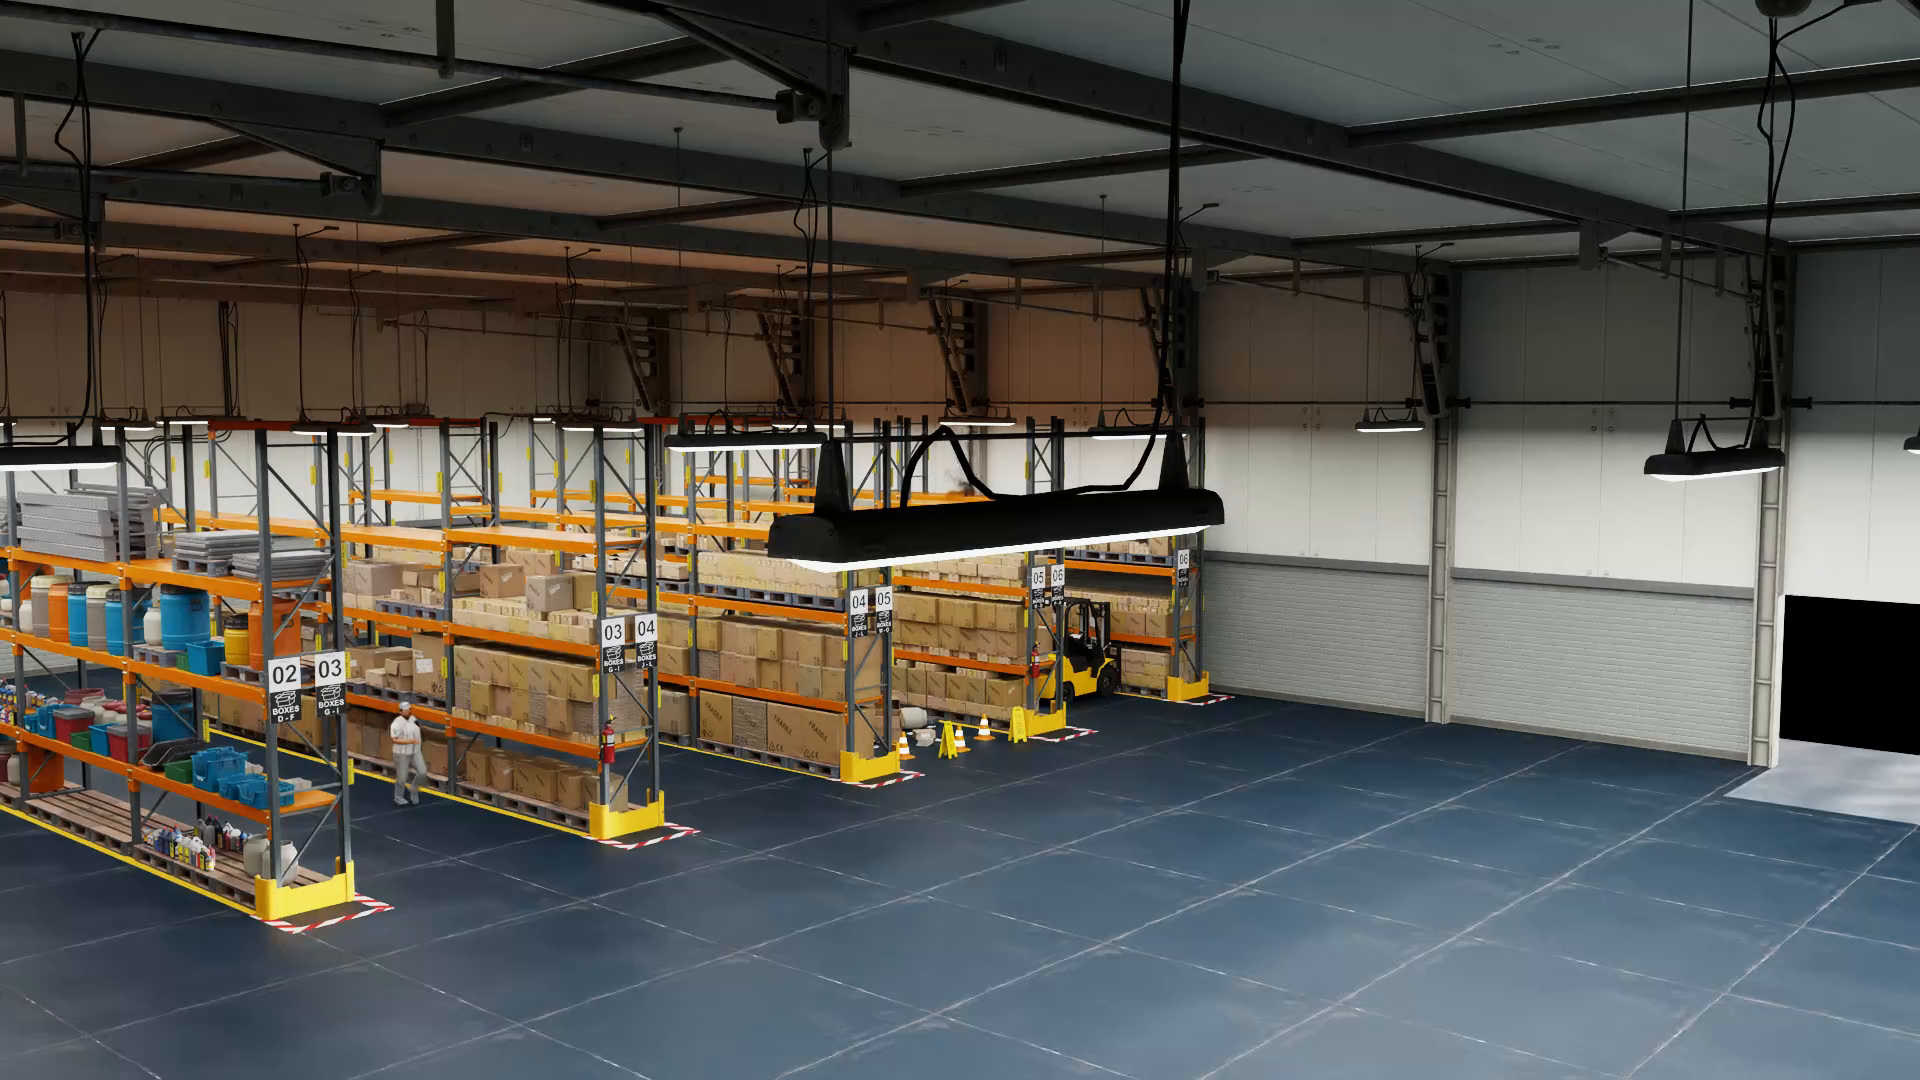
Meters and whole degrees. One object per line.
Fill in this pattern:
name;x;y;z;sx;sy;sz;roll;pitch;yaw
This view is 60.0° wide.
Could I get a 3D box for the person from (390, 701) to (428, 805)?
person;-8.629;3.342;26.017;0.643;1.648;0.579;4;6;40
